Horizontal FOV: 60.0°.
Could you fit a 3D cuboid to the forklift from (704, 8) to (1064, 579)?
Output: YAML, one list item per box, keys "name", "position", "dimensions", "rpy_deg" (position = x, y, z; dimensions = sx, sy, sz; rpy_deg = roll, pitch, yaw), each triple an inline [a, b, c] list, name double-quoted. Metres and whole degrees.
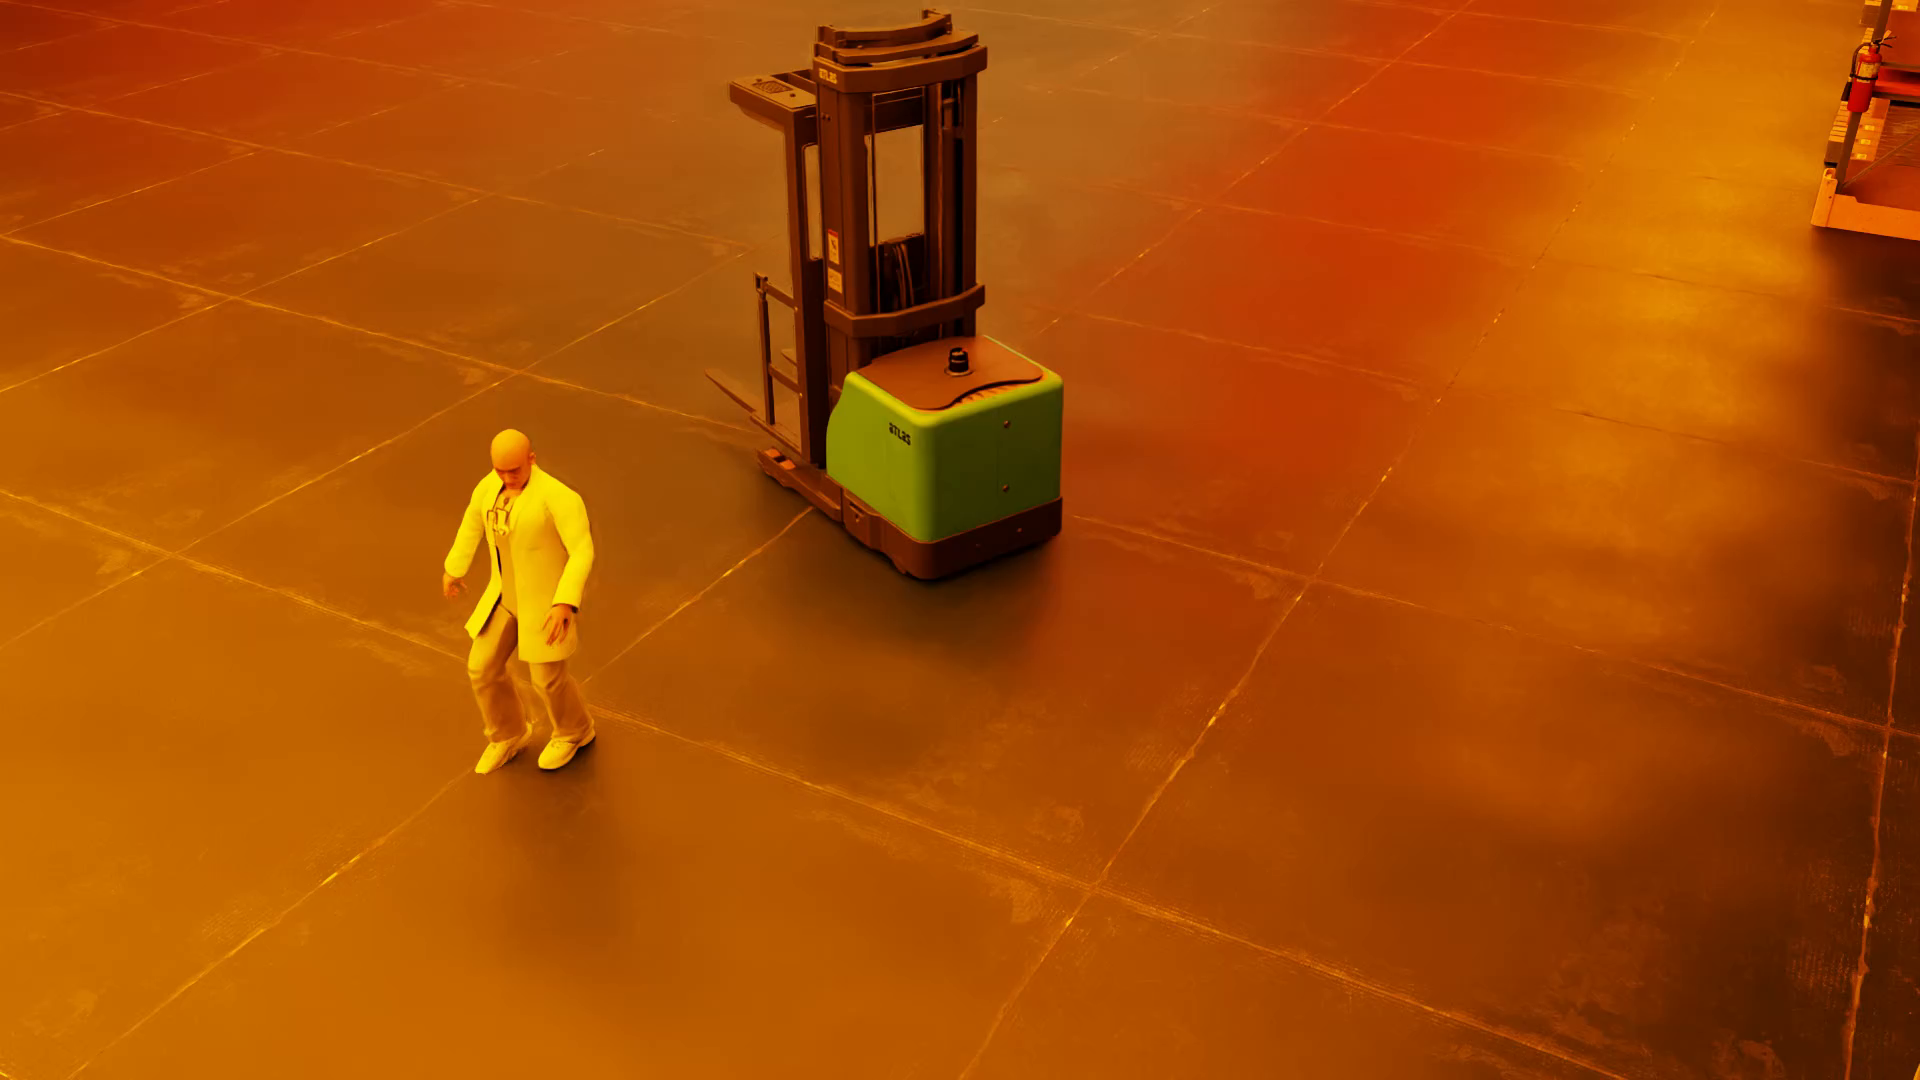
- name: "forklift"
  position: [-0.646, -1.732, 10.072]
  dimensions: [1.130, 2.935, 3.031]
  rpy_deg: [-19, 35, -30]

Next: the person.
- name: "person"
  position: [-2.045, 0.333, 7.729]
  dimensions: [0.994, 1.809, 0.559]
  rpy_deg: [19, 35, 29]
